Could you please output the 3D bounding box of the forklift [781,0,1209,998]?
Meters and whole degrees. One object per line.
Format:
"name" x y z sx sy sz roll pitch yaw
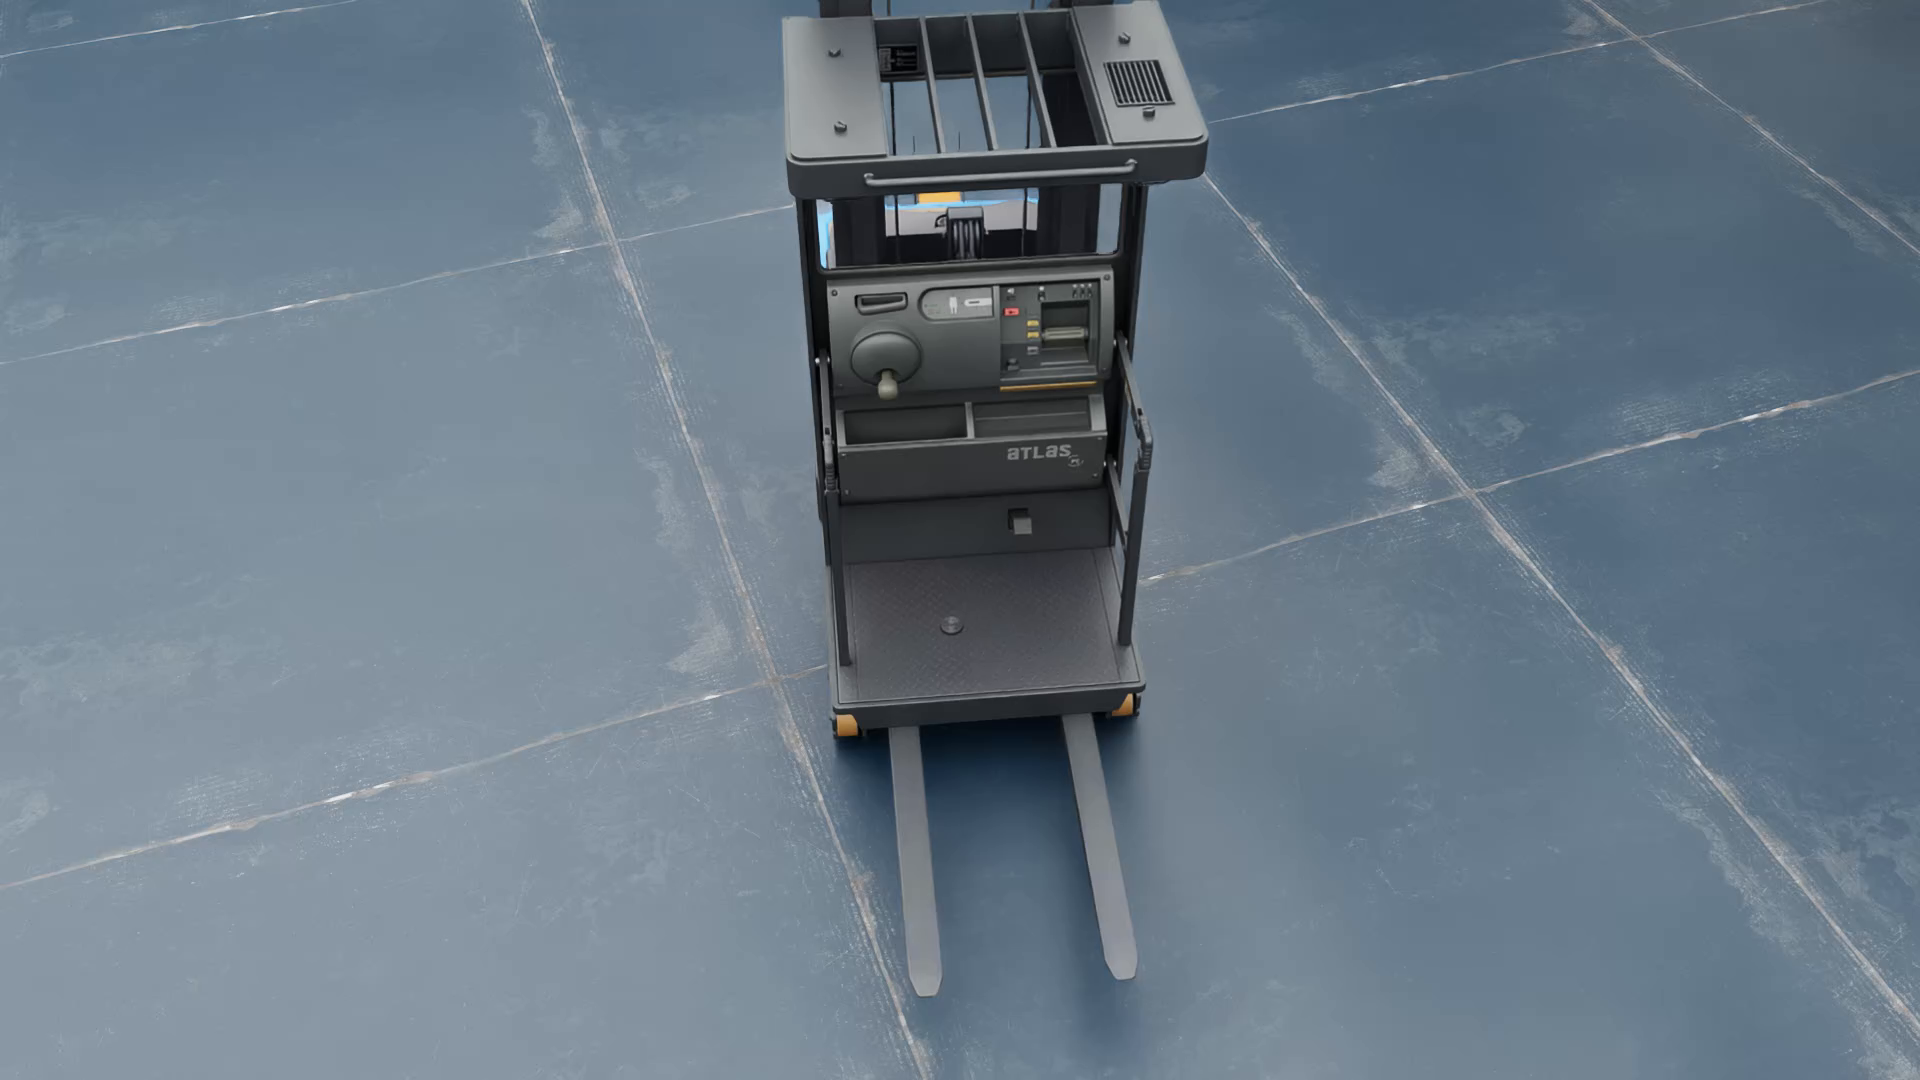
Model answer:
"forklift" 0.061 -0.578 5.257 1.130 2.935 3.031 -4 45 -4

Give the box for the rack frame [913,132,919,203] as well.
"rack frame" -0.177 -1.135 7.033 0.006 1.200 0.240 -4 45 -4

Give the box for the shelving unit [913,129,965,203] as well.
"shelving unit" -0.086 -1.141 7.040 0.189 1.200 0.258 -4 45 -4

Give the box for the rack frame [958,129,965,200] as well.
"rack frame" 0.005 -1.147 7.046 0.006 1.200 0.240 -4 45 -4

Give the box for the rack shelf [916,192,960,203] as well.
"rack shelf" -0.086 -1.364 6.816 0.180 0.103 0.258 -4 45 -4
